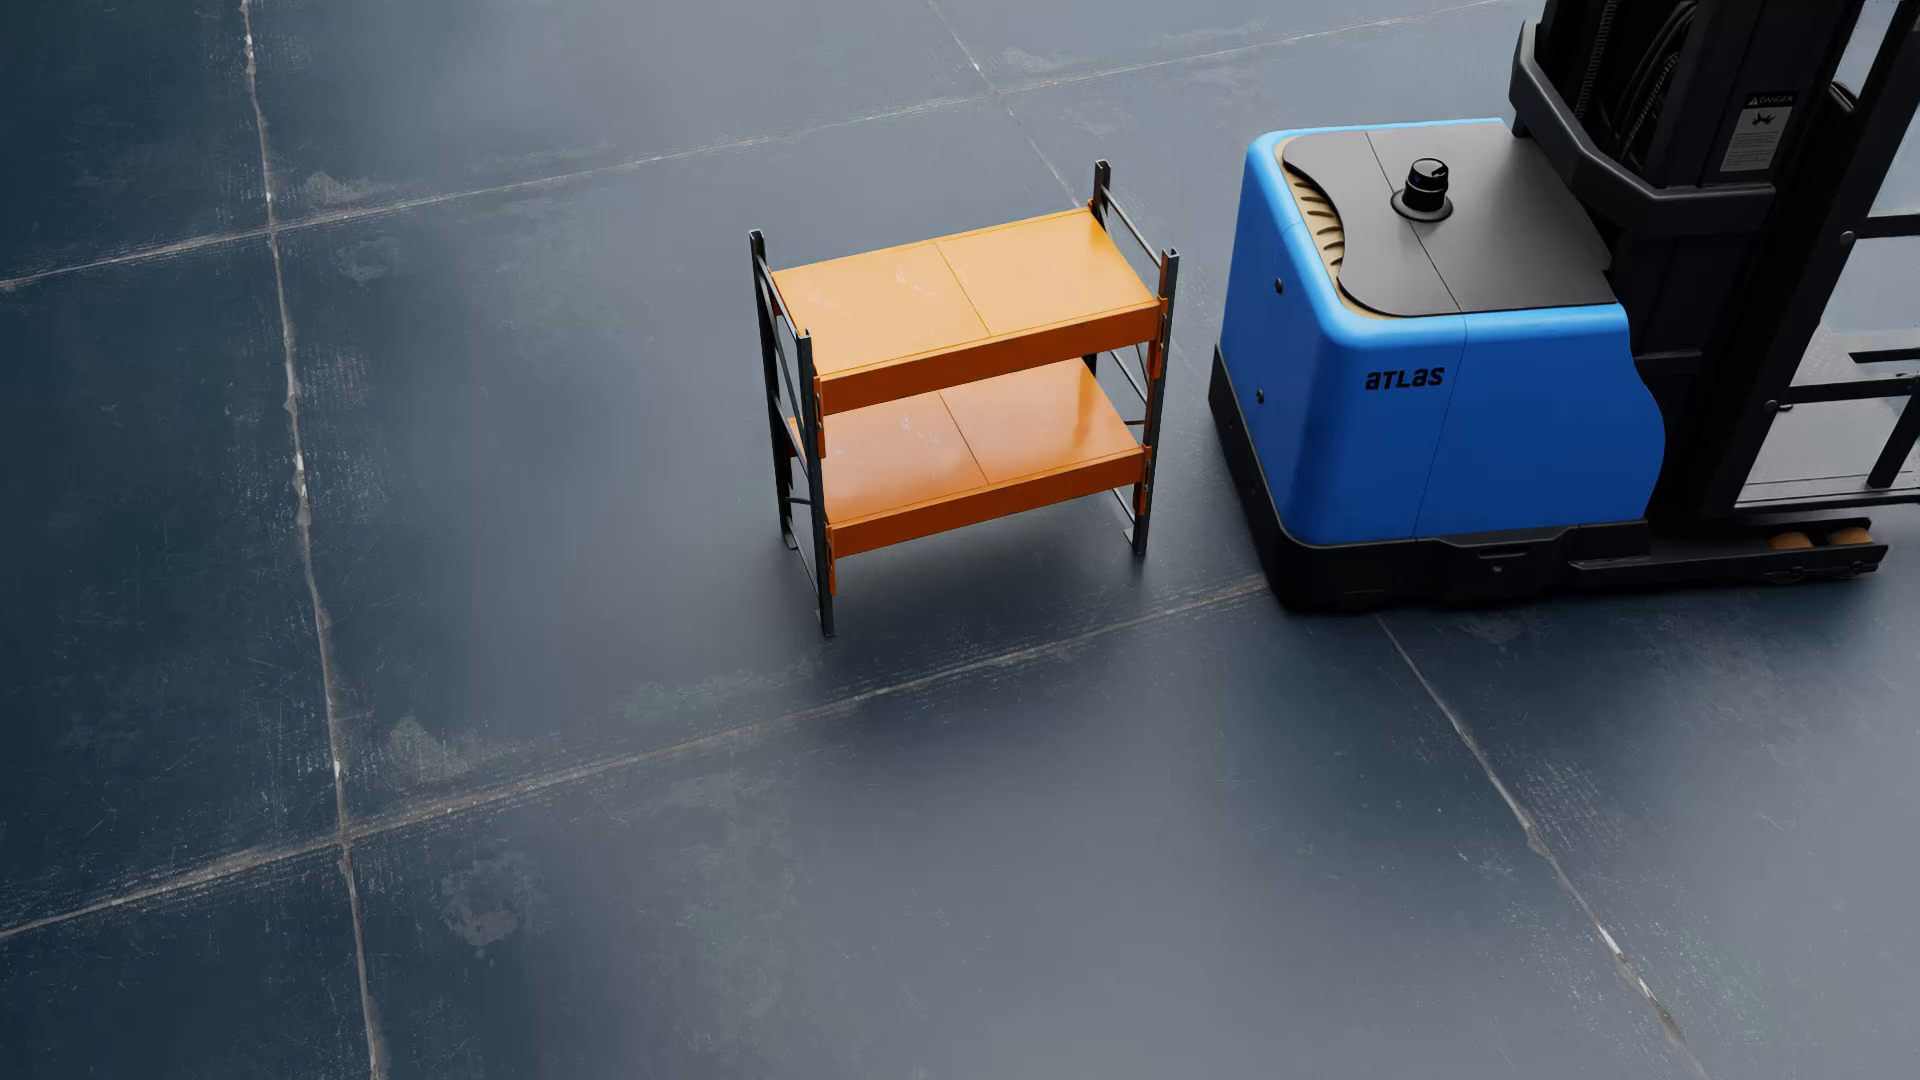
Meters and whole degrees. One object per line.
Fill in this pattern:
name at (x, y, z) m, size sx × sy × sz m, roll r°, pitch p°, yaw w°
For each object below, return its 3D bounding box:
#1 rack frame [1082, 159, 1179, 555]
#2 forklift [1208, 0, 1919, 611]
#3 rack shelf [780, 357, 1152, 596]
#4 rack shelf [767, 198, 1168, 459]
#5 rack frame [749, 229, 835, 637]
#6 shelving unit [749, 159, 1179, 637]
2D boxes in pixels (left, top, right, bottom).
rack frame at (0.485, -0.521, 4.975) m, size 0.032 × 1.125 × 0.500 m, roll -14°, pitch 47°, yaw -14°
forklift at (2.391, -1.271, 4.447) m, size 3.031 × 2.935 × 1.130 m, roll -5°, pitch 45°, yaw -4°
rack shelf at (0.006, -0.226, 5.026) m, size 1.000 × 0.278 × 0.538 m, roll -14°, pitch 47°, yaw -14°
rack shelf at (0.006, -0.605, 4.646) m, size 1.000 × 0.278 × 0.538 m, roll -14°, pitch 47°, yaw -14°
rack frame at (-0.472, -0.276, 4.731) m, size 0.032 × 1.125 × 0.500 m, roll -14°, pitch 47°, yaw -14°
shelving unit at (0.006, -0.399, 4.853) m, size 1.048 × 1.125 × 0.538 m, roll -14°, pitch 47°, yaw -14°
